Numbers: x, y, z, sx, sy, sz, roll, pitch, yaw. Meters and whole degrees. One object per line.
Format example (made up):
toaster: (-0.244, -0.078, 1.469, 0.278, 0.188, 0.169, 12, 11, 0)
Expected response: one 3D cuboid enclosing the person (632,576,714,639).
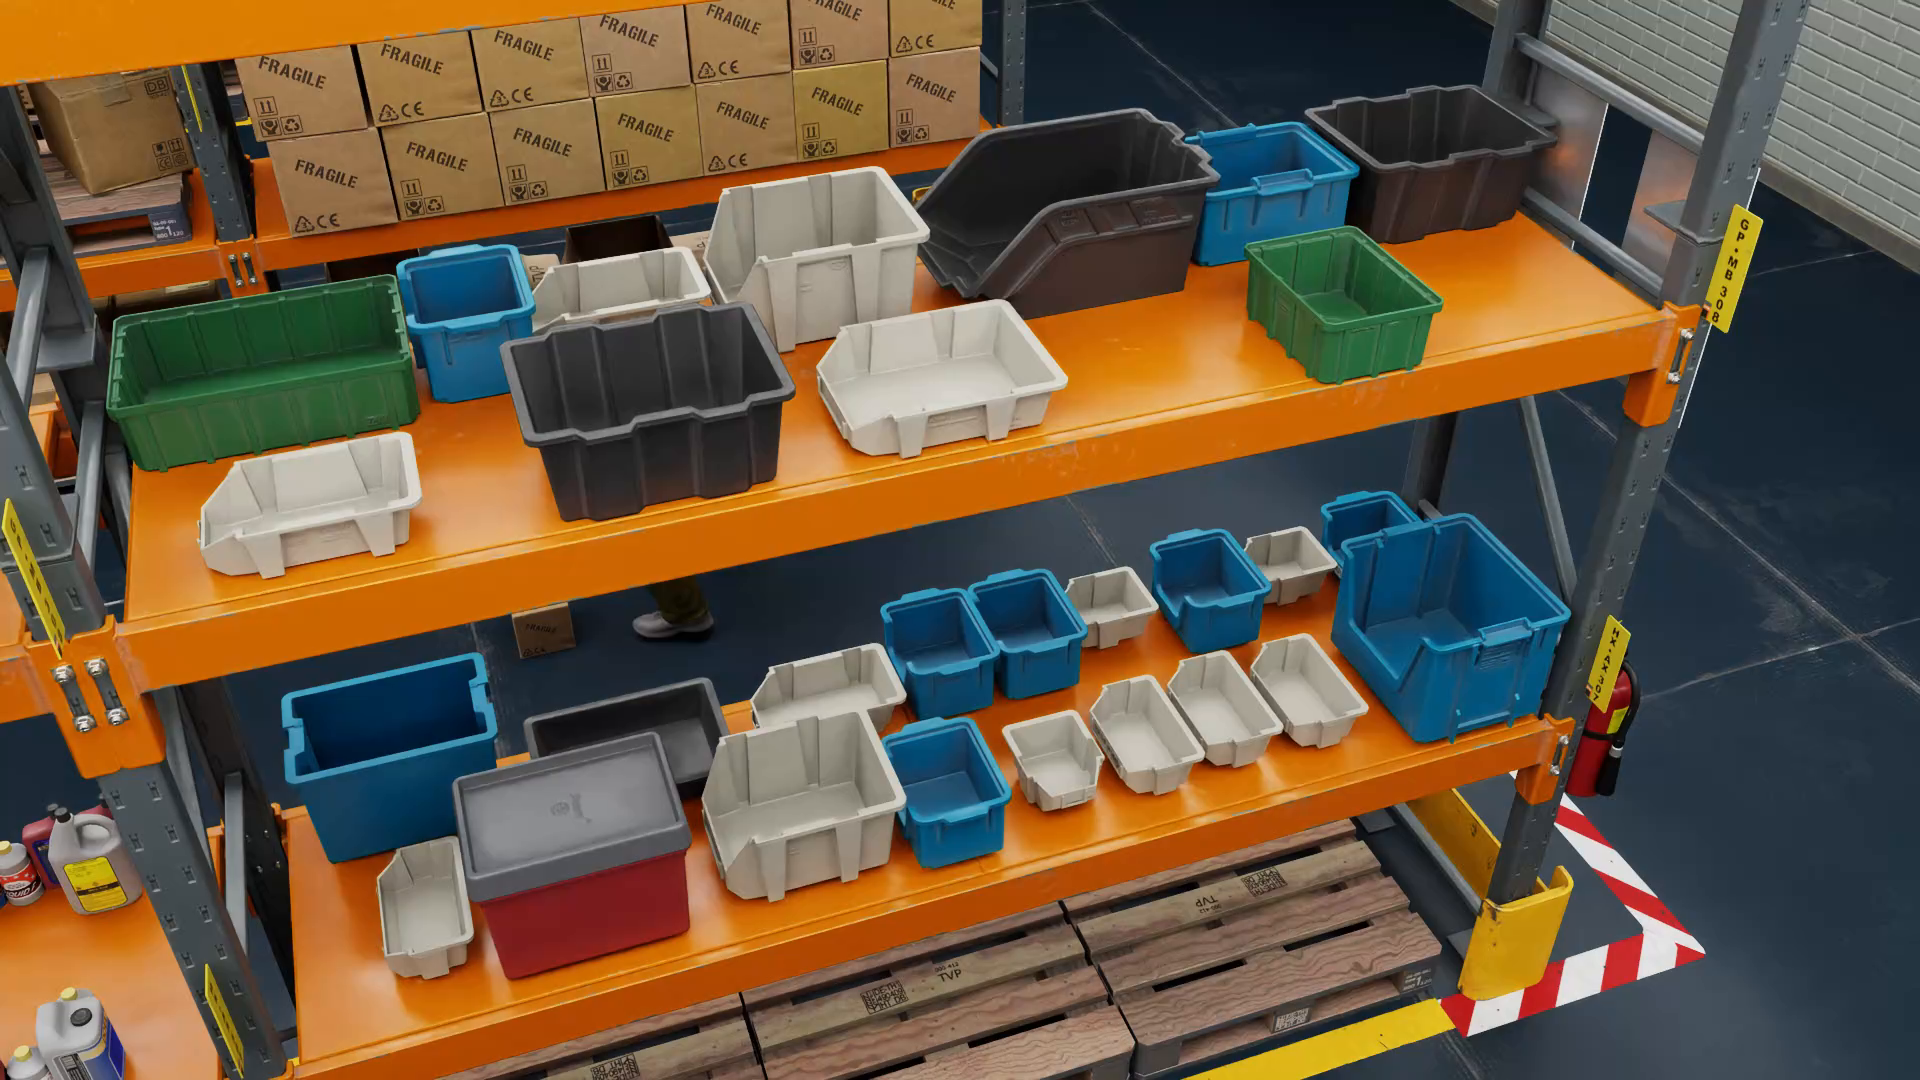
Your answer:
person: (-1.450, -0.411, 7.329, 0.630, 1.771, 0.651, -1, 37, -2)
